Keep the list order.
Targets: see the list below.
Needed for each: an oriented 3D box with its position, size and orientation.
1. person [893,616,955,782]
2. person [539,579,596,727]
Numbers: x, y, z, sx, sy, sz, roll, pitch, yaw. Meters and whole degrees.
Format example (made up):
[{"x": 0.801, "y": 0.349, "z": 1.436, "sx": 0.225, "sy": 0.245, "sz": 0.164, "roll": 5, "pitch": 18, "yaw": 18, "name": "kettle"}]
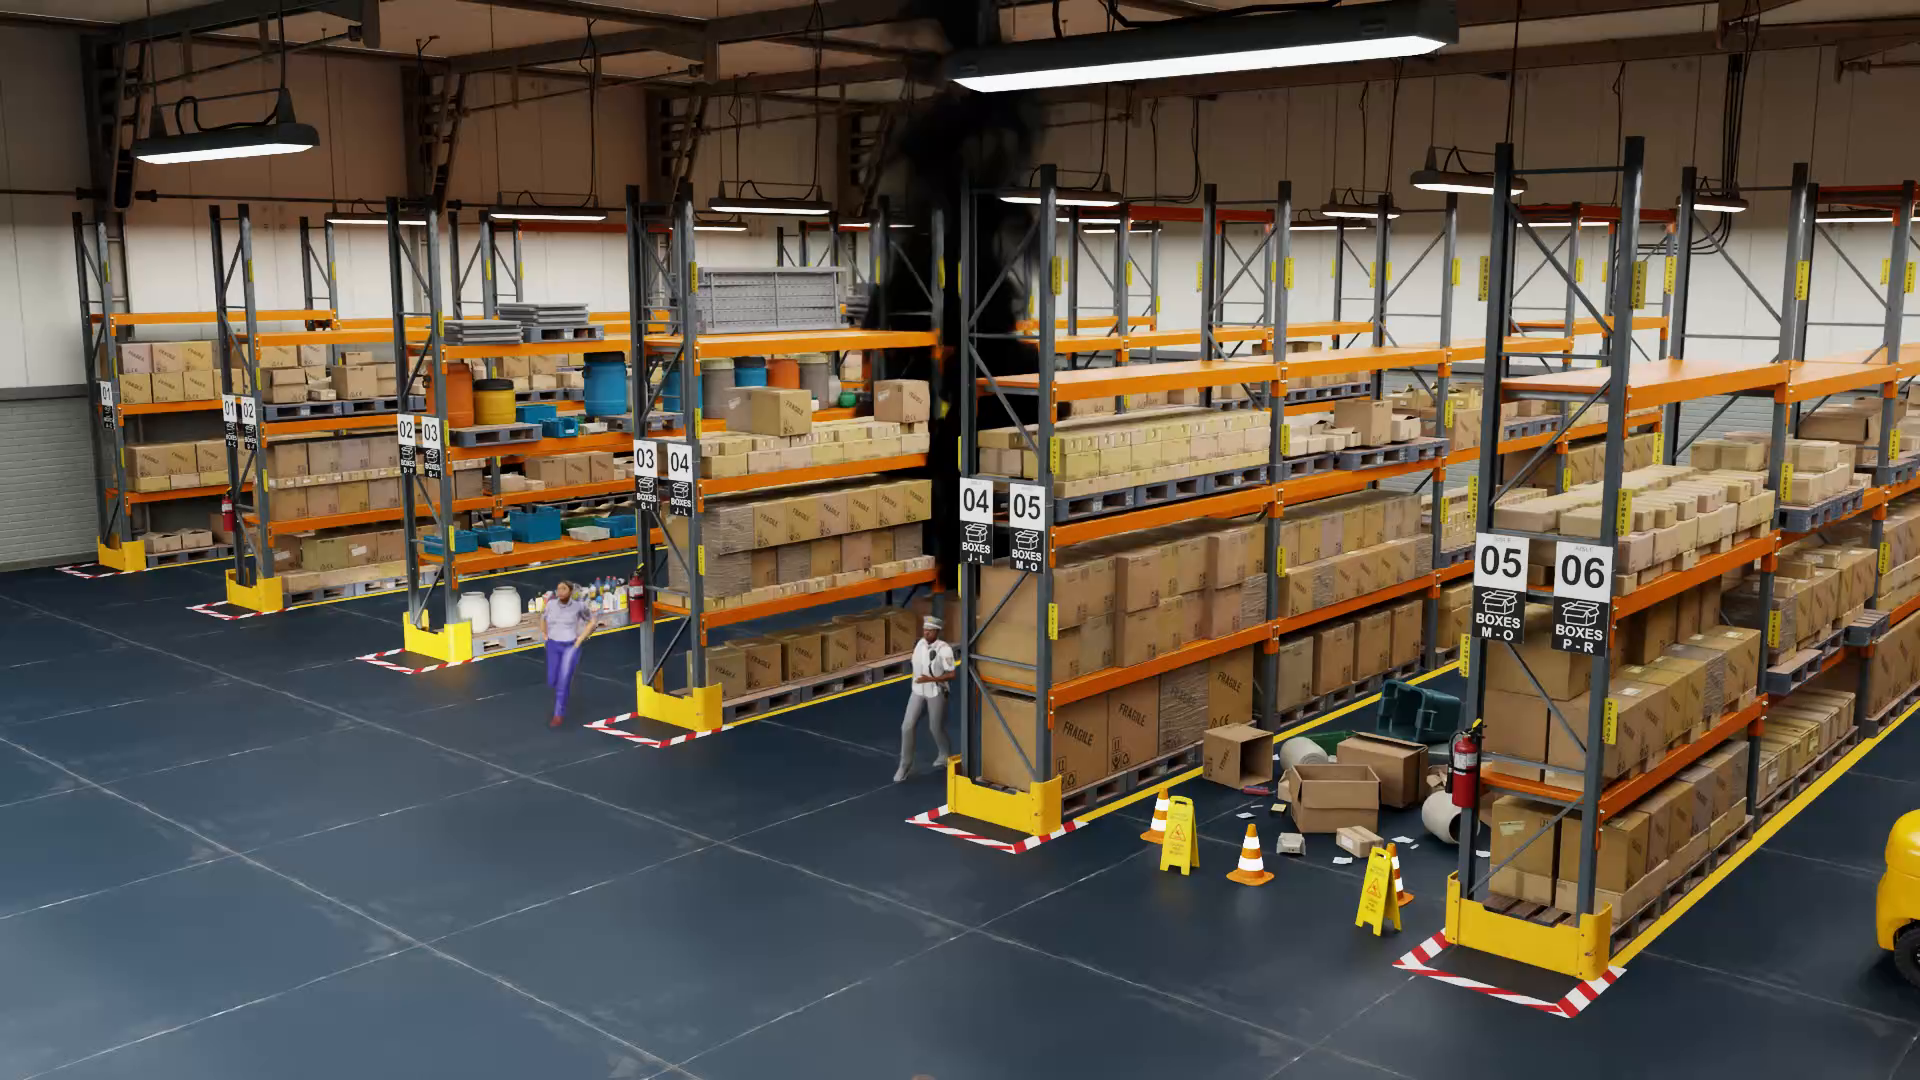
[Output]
[{"x": -0.265, "y": 1.586, "z": 16.811, "sx": 0.585, "sy": 1.733, "sz": 0.759, "roll": 6, "pitch": 11, "yaw": 30, "name": "person"}, {"x": -4.479, "y": 1.250, "z": 18.967, "sx": 0.617, "sy": 1.647, "sz": 0.793, "roll": 1, "pitch": 10, "yaw": 8, "name": "person"}]
